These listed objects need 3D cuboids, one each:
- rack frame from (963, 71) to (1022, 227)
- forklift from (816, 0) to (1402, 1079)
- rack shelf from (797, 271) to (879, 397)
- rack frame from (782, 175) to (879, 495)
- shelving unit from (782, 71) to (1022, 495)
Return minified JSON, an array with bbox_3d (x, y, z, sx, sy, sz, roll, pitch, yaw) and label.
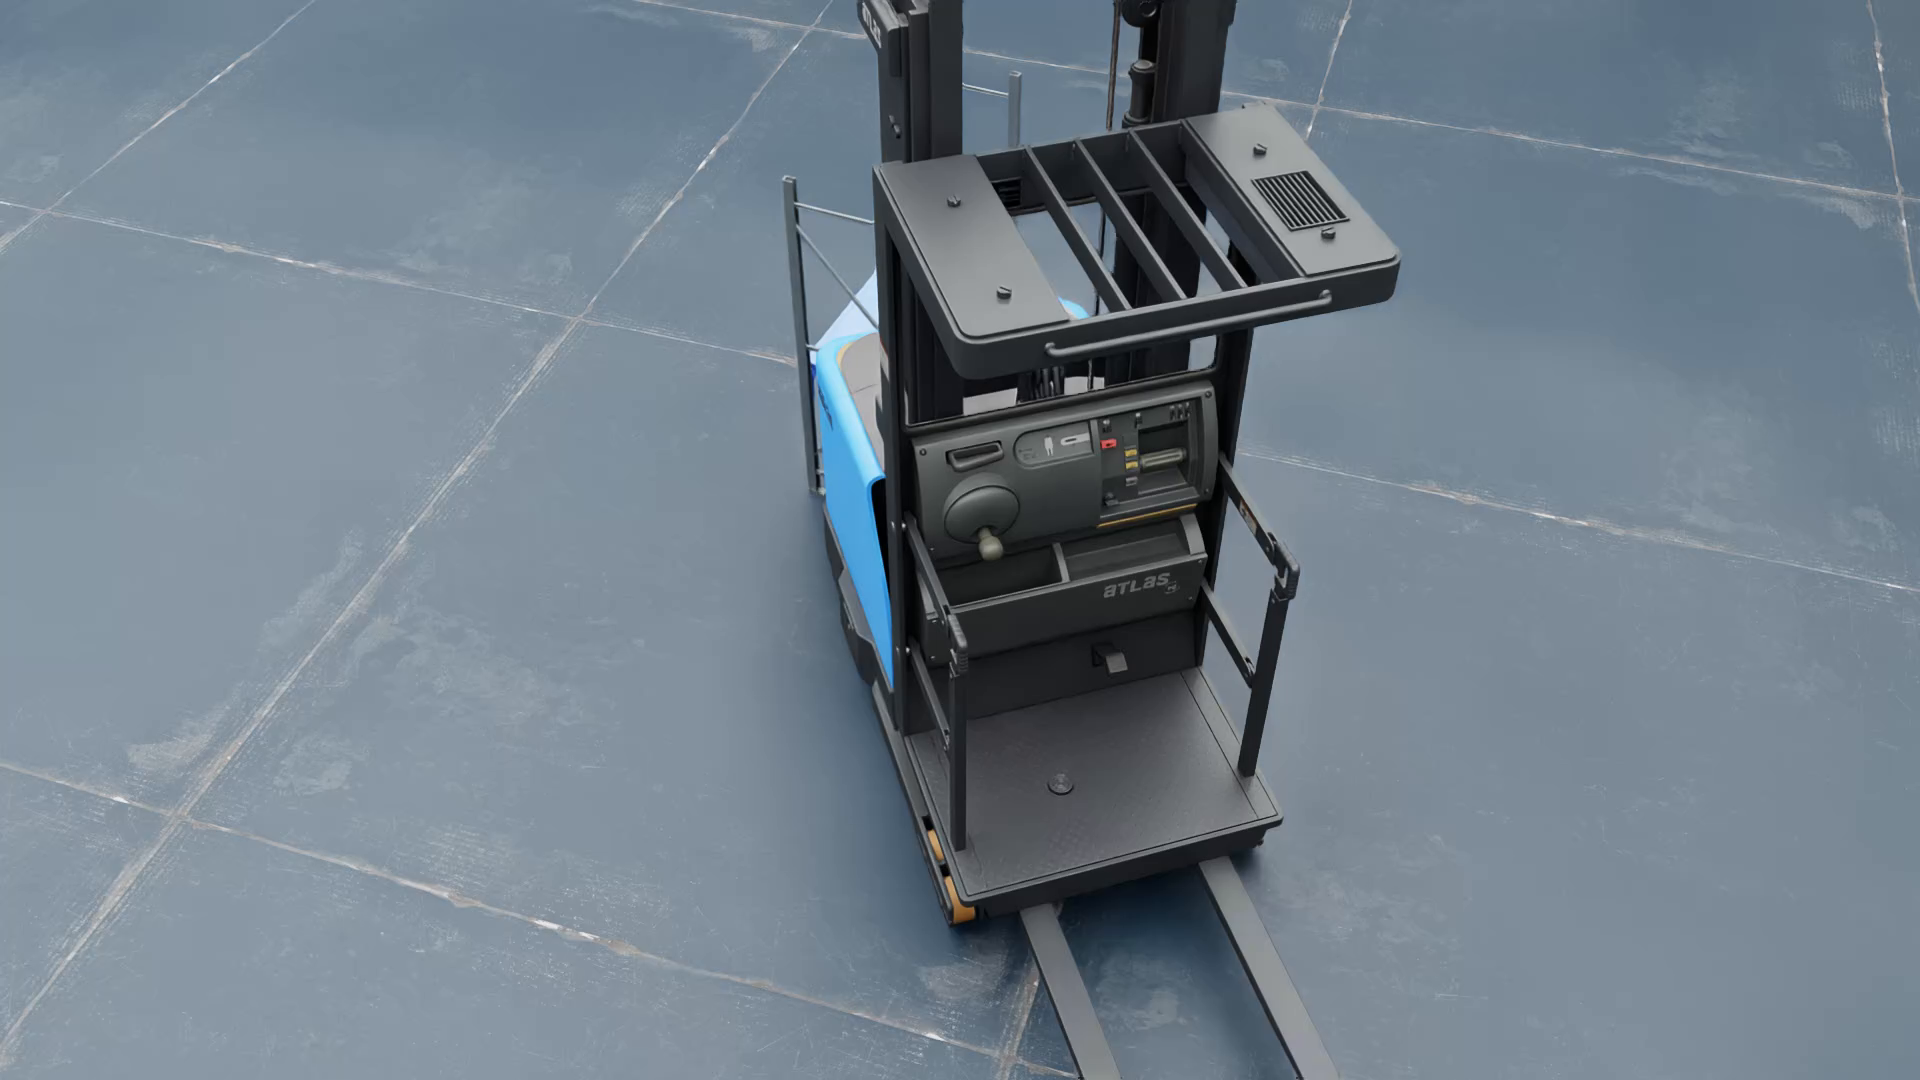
[{"bbox_3d":[0.005,-1.339,7.046,0.500,1.500,0.032,17,47,17],"label":"rack frame"},{"bbox_3d":[0.388,-0.109,4.765,1.130,2.935,3.031,-12,46,-12],"label":"forklift"},{"bbox_3d":[-0.198,-0.884,6.838,0.538,0.185,1.000,17,47,17],"label":"rack shelf"},{"bbox_3d":[-0.400,-0.686,6.379,0.500,1.500,0.032,17,47,17],"label":"rack frame"},{"bbox_3d":[-0.198,-1.013,6.712,0.538,1.500,1.048,17,47,17],"label":"shelving unit"}]
